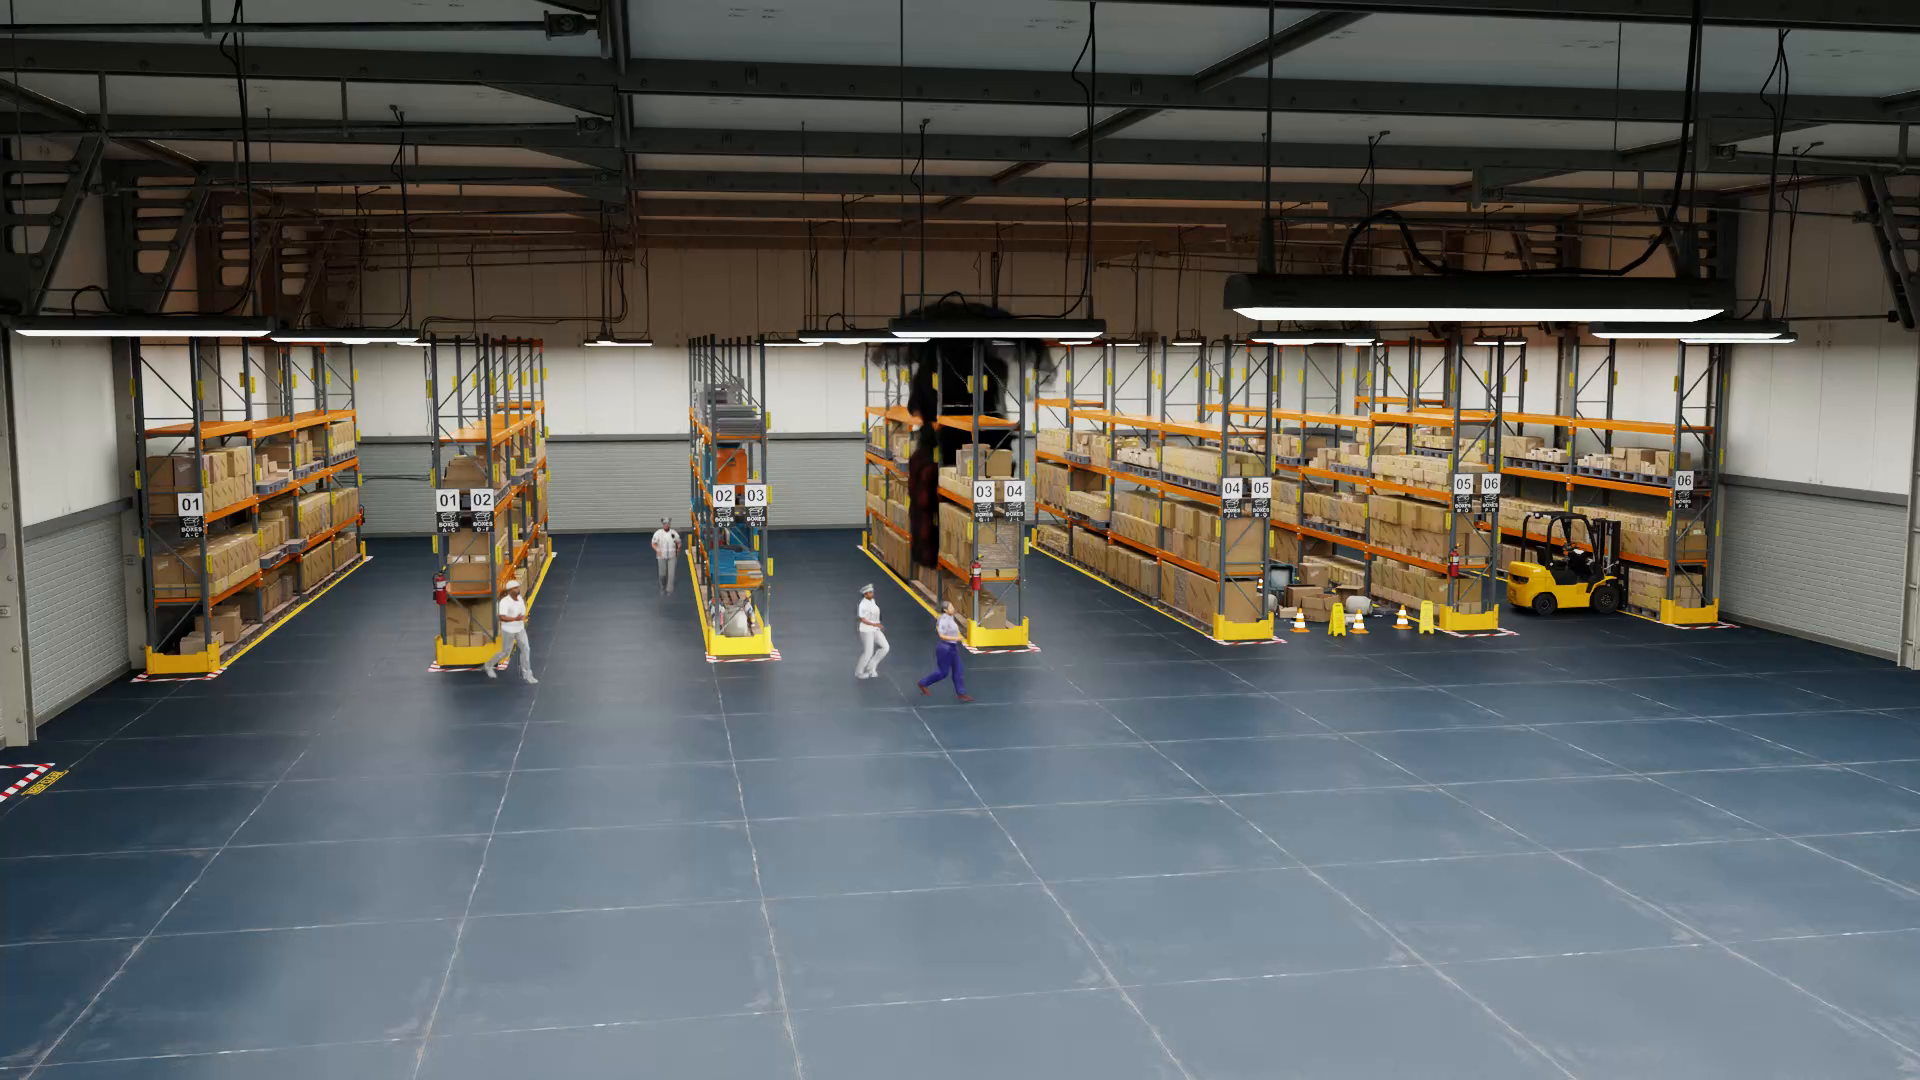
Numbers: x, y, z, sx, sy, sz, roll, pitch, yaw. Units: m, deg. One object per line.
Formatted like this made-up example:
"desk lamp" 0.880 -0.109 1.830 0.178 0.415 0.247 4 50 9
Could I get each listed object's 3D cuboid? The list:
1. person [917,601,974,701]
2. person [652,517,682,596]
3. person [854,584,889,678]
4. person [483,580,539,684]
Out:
"person" -0.236 1.808 27.064 0.931 1.649 0.611 2 7 13
"person" -6.463 0.374 36.735 0.660 1.774 0.578 -2 7 -15
"person" -1.545 1.586 28.959 0.641 1.673 0.588 4 7 28
"person" -7.723 1.572 28.610 0.979 1.794 0.711 3 7 22
